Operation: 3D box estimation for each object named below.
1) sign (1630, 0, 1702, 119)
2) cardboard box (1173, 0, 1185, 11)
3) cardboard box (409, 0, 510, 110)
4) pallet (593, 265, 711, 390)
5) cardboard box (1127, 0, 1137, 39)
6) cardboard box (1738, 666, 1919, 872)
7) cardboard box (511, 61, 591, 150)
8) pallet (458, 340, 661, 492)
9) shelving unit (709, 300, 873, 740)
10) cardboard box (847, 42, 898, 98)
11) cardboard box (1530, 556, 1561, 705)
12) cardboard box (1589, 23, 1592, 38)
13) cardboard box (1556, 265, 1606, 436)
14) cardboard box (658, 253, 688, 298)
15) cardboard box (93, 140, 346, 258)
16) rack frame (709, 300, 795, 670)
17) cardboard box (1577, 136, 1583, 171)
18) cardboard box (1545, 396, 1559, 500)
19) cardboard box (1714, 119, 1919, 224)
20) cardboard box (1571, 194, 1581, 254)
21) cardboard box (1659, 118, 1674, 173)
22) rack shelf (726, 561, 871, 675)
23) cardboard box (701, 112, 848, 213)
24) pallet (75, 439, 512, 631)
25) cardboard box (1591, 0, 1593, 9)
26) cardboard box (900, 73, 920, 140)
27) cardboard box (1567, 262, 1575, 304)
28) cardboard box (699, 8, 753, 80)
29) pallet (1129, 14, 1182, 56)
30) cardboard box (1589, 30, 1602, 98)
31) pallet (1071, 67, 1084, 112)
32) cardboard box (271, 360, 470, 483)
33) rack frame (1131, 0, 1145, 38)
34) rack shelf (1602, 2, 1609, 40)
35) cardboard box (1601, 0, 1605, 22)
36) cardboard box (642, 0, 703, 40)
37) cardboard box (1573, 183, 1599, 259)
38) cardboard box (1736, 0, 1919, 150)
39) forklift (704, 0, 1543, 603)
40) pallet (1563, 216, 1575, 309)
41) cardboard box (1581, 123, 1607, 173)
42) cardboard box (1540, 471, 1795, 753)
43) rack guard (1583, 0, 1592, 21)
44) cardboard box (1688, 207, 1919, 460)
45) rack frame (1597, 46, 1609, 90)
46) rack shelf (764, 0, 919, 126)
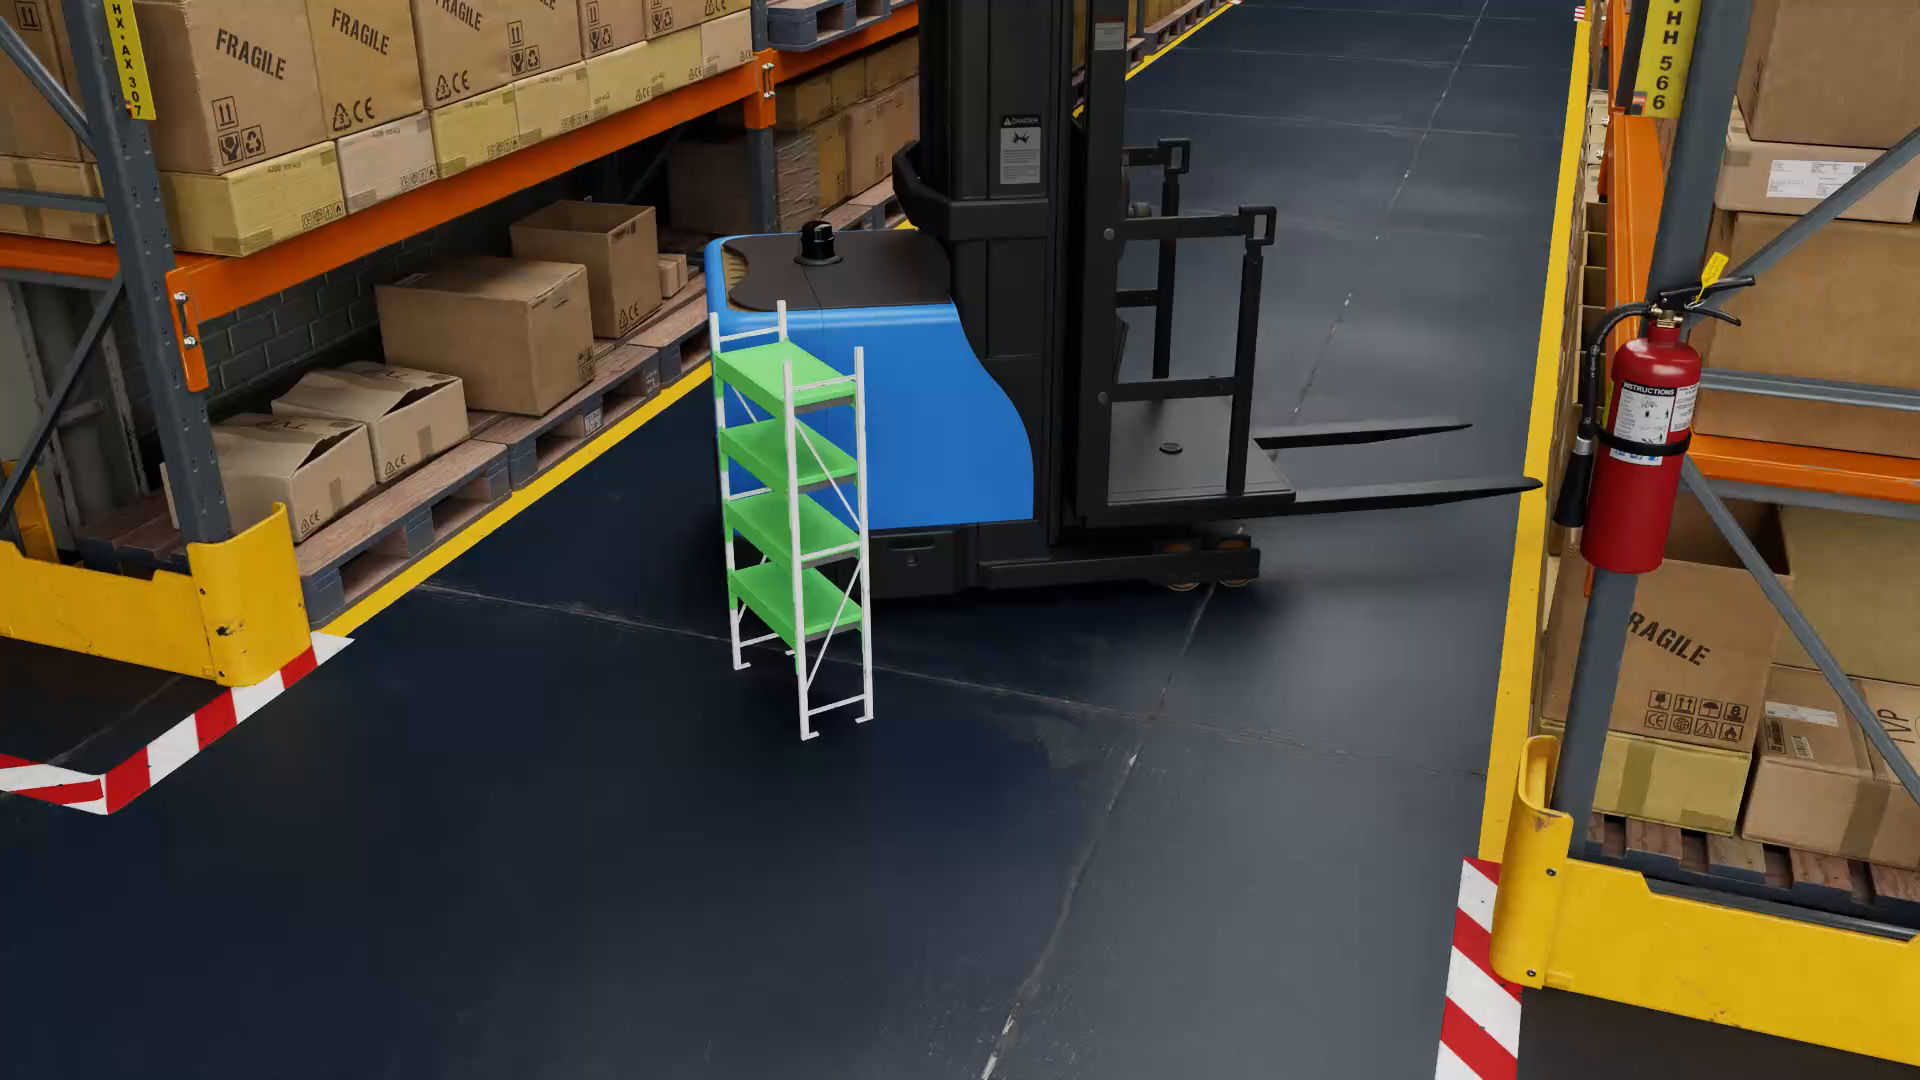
[{"bbox_3d":[1.395,-0.993,3.259,0.100,0.325,0.005,9,27,17],"label":"sign"},{"bbox_3d":[1.911,-5.702,16.972,0.700,0.500,0.500,9,27,19],"label":"cardboard box"},{"bbox_3d":[-1.977,-1.843,5.902,0.500,0.500,0.500,8,27,16],"label":"cardboard box"},{"bbox_3d":[-1.630,-1.105,8.291,1.003,0.211,1.213,9,27,17],"label":"pallet"},{"bbox_3d":[1.129,-4.865,14.840,0.750,0.750,0.750,9,27,18],"label":"cardboard box"},{"bbox_3d":[2.290,0.579,4.285,0.500,0.250,0.500,9,27,17],"label":"cardboard box"},{"bbox_3d":[-1.804,-1.725,6.520,0.500,0.250,0.500,9,27,18],"label":"cardboard box"},{"bbox_3d":[-2.034,-0.602,7.252,1.003,0.211,1.213,9,27,17],"label":"pallet"},{"bbox_3d":[-0.501,-0.058,4.992,0.258,1.200,0.503,-15,30,-28],"label":"shelving unit"},{"bbox_3d":[-0.714,-2.955,10.415,0.500,0.250,0.500,9,27,17],"label":"cardboard box"},{"bbox_3d":[1.957,0.297,4.868,0.500,0.250,0.500,9,27,17],"label":"cardboard box"},{"bbox_3d":[5.885,-4.565,15.004,0.380,0.149,0.250,9,27,17],"label":"cardboard box"},{"bbox_3d":[2.451,-0.658,5.979,0.500,0.500,0.500,9,27,17],"label":"cardboard box"},{"bbox_3d":[-1.589,-1.340,8.322,0.380,0.166,0.250,5,26,11],"label":"cardboard box"},{"bbox_3d":[-2.309,-1.094,5.216,0.500,0.250,0.500,8,27,16],"label":"cardboard box"},{"bbox_3d":[-0.628,-0.148,5.180,0.240,1.200,0.015,-15,30,-28],"label":"rack frame"},{"bbox_3d":[4.113,-2.347,10.330,0.500,0.250,0.500,9,27,17],"label":"cardboard box"},{"bbox_3d":[2.450,-0.320,6.143,0.500,0.250,0.500,9,27,17],"label":"cardboard box"},{"bbox_3d":[1.849,-0.803,3.607,0.380,0.149,0.250,8,27,17],"label":"cardboard box"},{"bbox_3d":[3.608,-1.716,9.024,0.500,0.250,0.500,9,27,18],"label":"cardboard box"},{"bbox_3d":[2.922,-1.569,5.933,0.700,0.500,0.500,8,27,17],"label":"cardboard box"},{"bbox_3d":[-0.501,0.216,5.125,0.258,0.148,0.480,-15,30,-28],"label":"rack shelf"},{"bbox_3d":[-1.086,-2.239,9.796,0.700,0.500,0.500,8,27,16],"label":"cardboard box"},{"bbox_3d":[-2.442,-0.103,6.220,1.003,0.211,1.213,9,27,17],"label":"pallet"},{"bbox_3d":[6.611,-5.429,16.671,0.500,0.250,0.500,9,27,17],"label":"cardboard box"},{"bbox_3d":[-0.580,-2.860,11.079,0.700,0.500,0.500,9,27,17],"label":"cardboard box"},{"bbox_3d":[3.098,-1.089,7.730,0.500,0.250,0.500,8,27,17],"label":"cardboard box"},{"bbox_3d":[-1.311,-2.345,7.799,0.500,0.250,0.500,9,27,18],"label":"cardboard box"},{"bbox_3d":[1.549,-4.975,16.284,1.003,0.211,1.213,9,27,17],"label":"pallet"},{"bbox_3d":[4.995,-3.489,12.378,0.500,0.500,0.500,8,27,15],"label":"cardboard box"},{"bbox_3d":[0.633,-3.843,13.945,1.003,0.211,1.213,9,27,17],"label":"pallet"},{"bbox_3d":[-2.266,-0.491,6.403,0.500,0.311,0.500,11,28,22],"label":"cardboard box"},{"bbox_3d":[1.223,-5.929,15.054,1.000,3.000,0.127,9,27,17],"label":"rack frame"},{"bbox_3d":[5.230,-4.067,12.033,1.077,0.370,4.000,9,27,17],"label":"rack shelf"},{"bbox_3d":[5.172,-4.048,12.673,0.500,0.250,0.500,9,27,18],"label":"cardboard box"},{"bbox_3d":[-1.466,-2.476,7.210,0.500,0.500,0.500,9,27,17],"label":"cardboard box"},{"bbox_3d":[3.265,-1.551,8.042,0.500,0.311,0.500,10,27,19],"label":"cardboard box"},{"bbox_3d":[2.087,-1.122,3.521,0.700,0.500,0.500,9,27,18],"label":"cardboard box"},{"bbox_3d":[0.617,-1.362,5.699,3.031,2.935,1.130,-4,26,-8],"label":"forklift"},{"bbox_3d":[3.846,-1.481,9.067,1.003,0.211,1.213,9,27,17],"label":"pallet"},{"bbox_3d":[3.774,-2.173,9.327,0.500,0.311,0.500,8,27,16],"label":"cardboard box"},{"bbox_3d":[1.800,0.166,4.277,0.500,0.500,0.500,9,27,17],"label":"cardboard box"},{"bbox_3d":[7.201,-5.700,17.449,1.175,0.500,0.348,9,27,17],"label":"rack guard"},{"bbox_3d":[2.069,-0.516,3.759,0.700,0.500,0.500,9,27,17],"label":"cardboard box"},{"bbox_3d":[4.564,-3.569,10.178,1.000,3.000,0.127,9,27,17],"label":"rack frame"},{"bbox_3d":[-0.774,-3.140,10.118,1.077,0.370,4.000,9,27,17],"label":"rack shelf"}]
